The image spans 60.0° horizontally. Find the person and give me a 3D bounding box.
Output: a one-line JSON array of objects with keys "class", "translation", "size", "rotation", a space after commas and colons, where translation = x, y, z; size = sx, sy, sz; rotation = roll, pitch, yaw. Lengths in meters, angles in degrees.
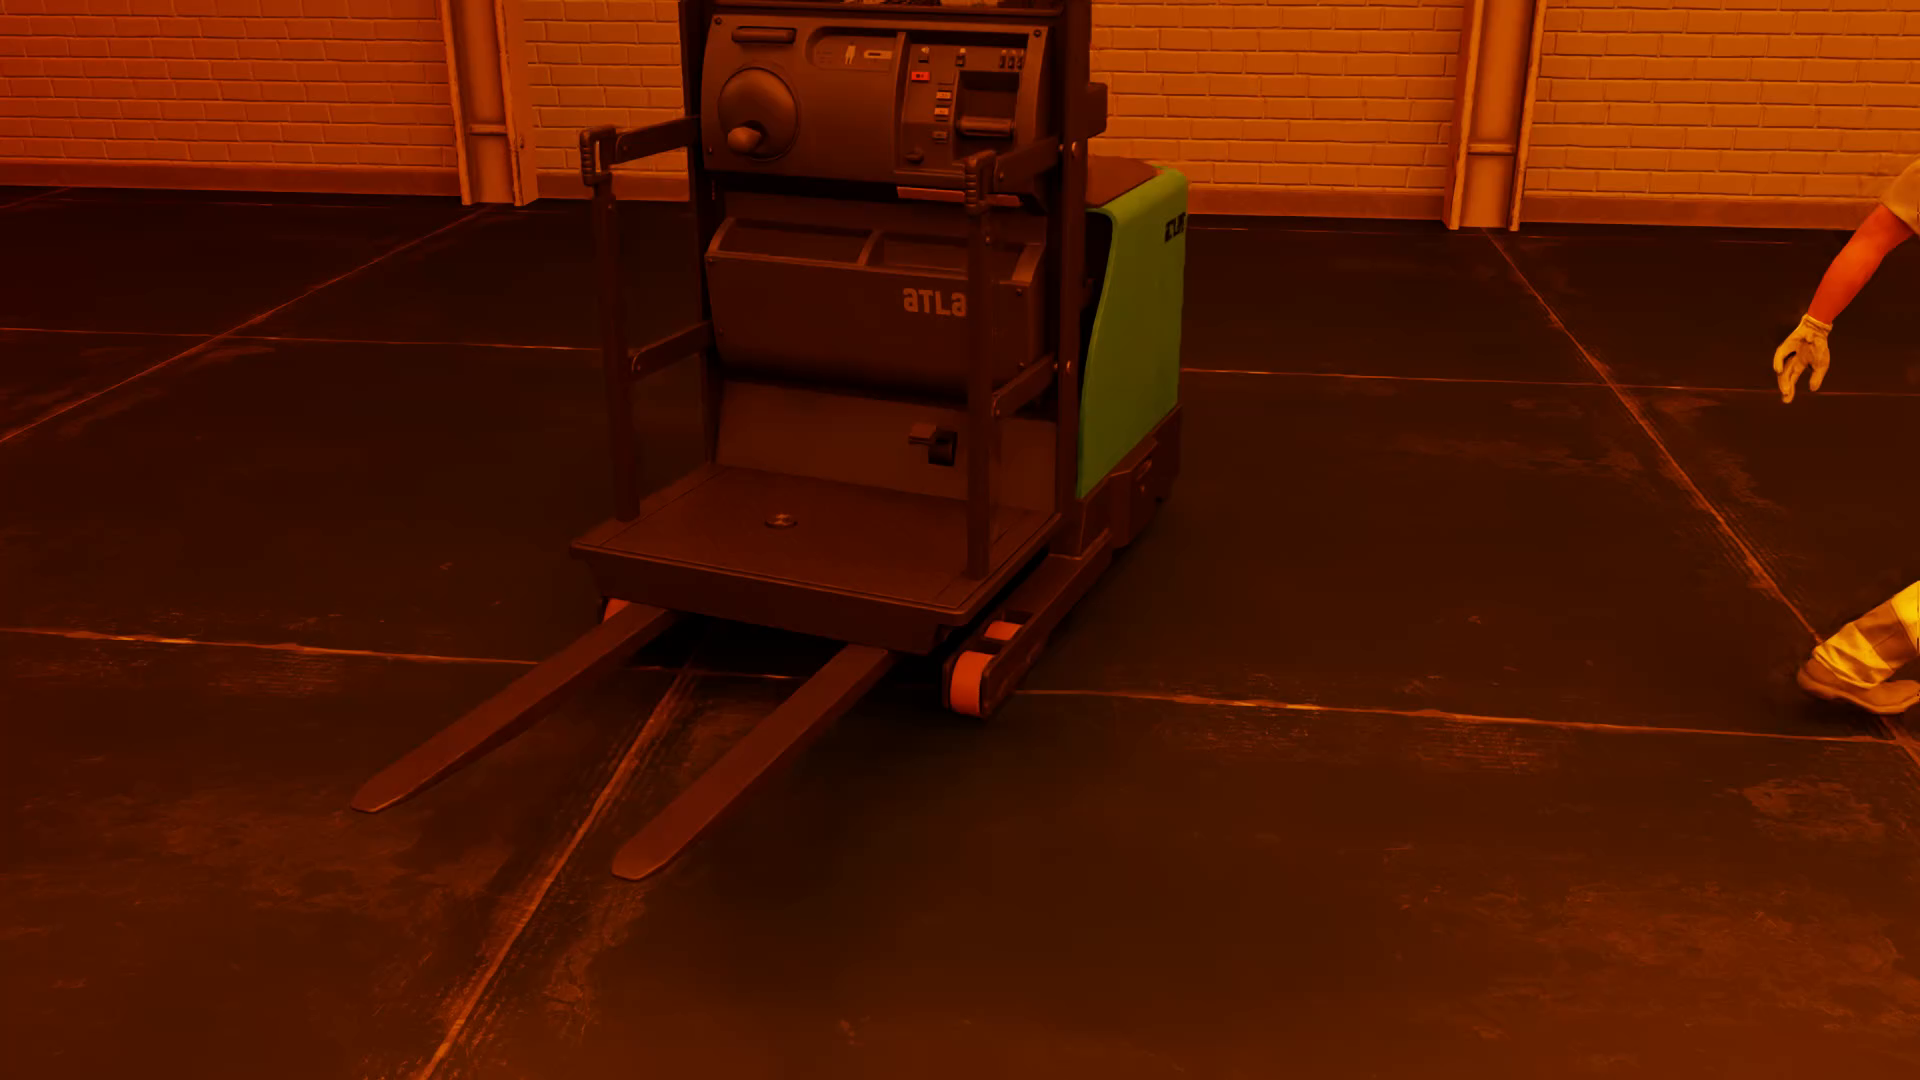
[{"class": "person", "translation": [2.440, -0.358, 3.838], "size": [0.933, 1.698, 0.569], "rotation": [-1, 22, -3]}]

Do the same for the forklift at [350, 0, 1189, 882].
[{"class": "forklift", "translation": [-0.309, -1.101, 3.986], "size": [1.130, 2.935, 3.031], "rotation": [9, 24, 21]}]
